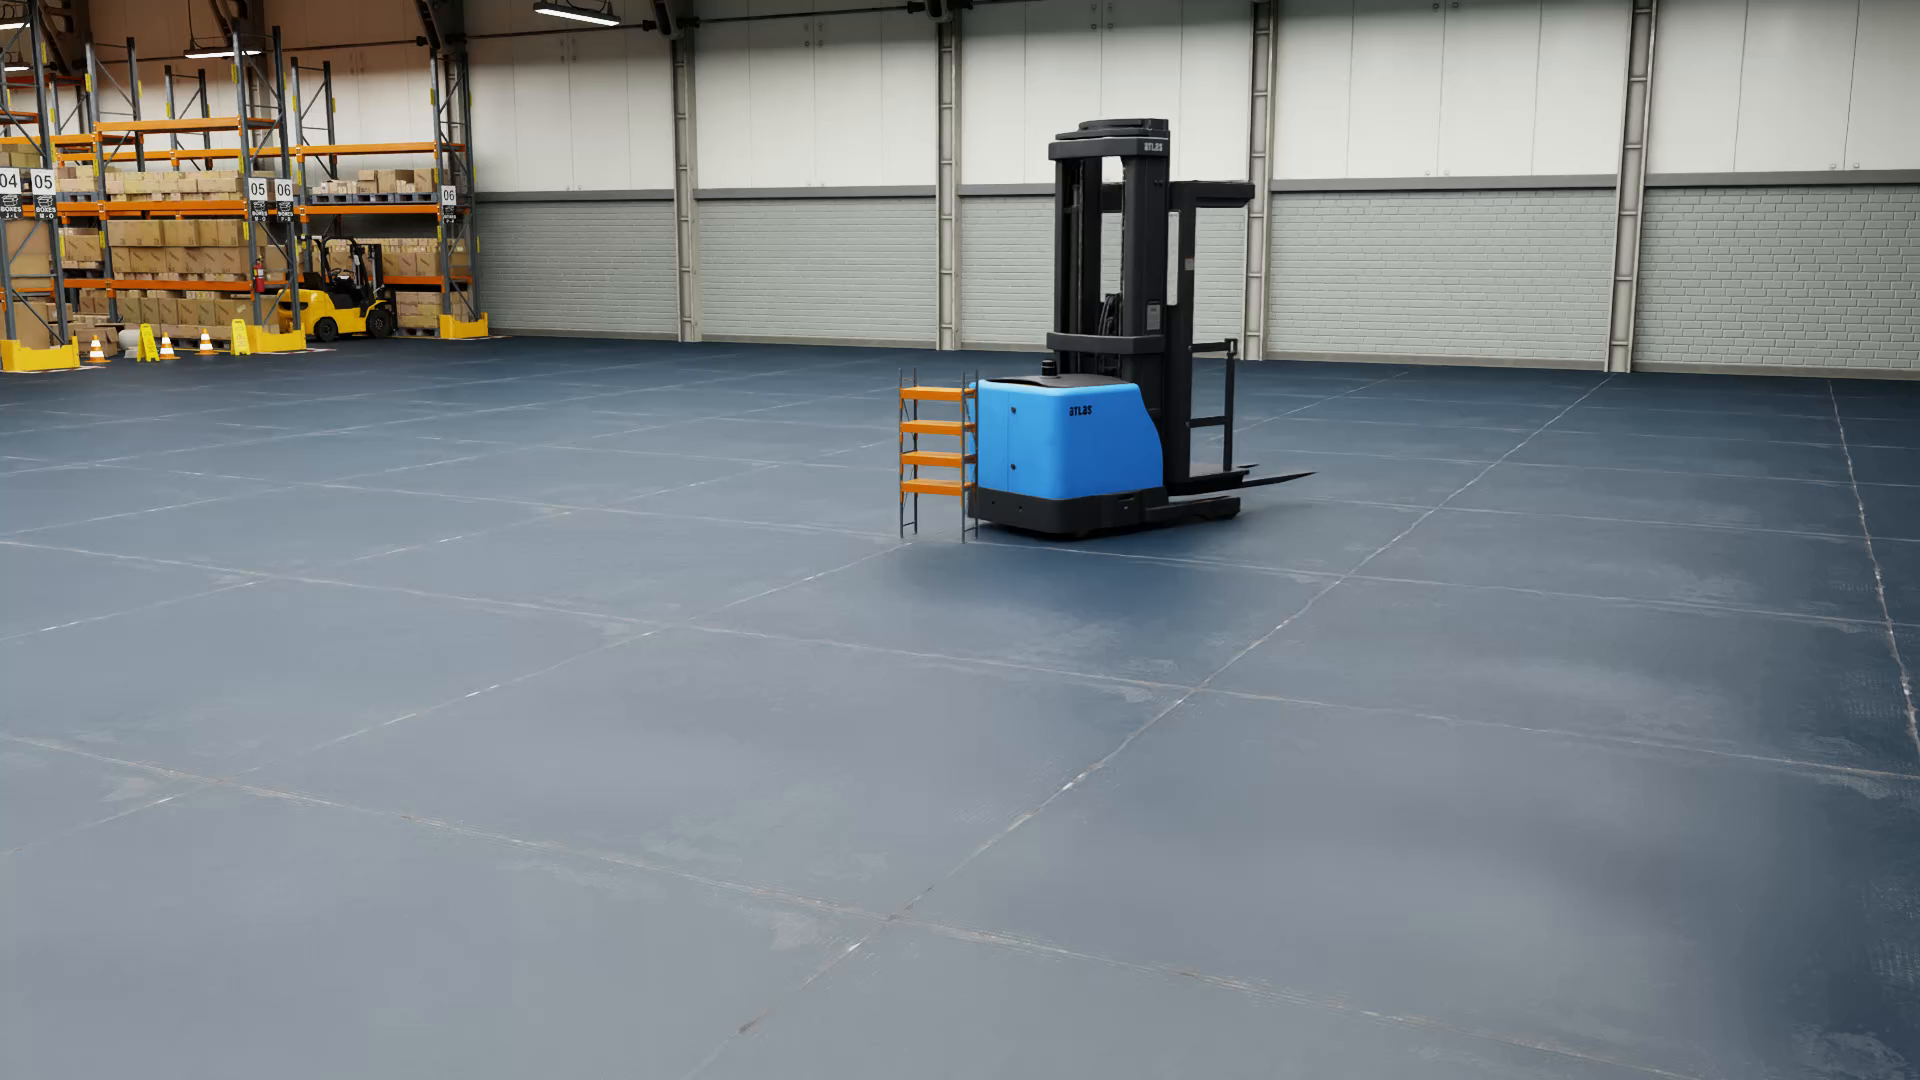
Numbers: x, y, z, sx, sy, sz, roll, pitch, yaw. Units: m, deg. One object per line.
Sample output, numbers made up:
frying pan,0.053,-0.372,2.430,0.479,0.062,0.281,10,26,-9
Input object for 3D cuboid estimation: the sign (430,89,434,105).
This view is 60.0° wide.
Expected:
sign,-11.000,-9.236,34.652,0.005,0.325,0.100,5,11,26

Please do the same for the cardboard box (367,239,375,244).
cardboard box,-12.757,-6.523,36.413,0.250,0.149,0.380,5,11,26

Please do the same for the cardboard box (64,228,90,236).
cardboard box,-17.664,-6.167,33.268,0.250,0.149,0.380,5,11,24

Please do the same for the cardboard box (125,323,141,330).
cardboard box,-16.117,-4.158,32.821,0.500,0.250,0.500,4,11,23

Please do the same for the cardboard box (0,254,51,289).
cardboard box,-15.392,-4.376,27.063,0.550,0.550,0.875,5,11,26

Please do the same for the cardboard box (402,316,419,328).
cardboard box,-11.750,-4.752,36.107,0.500,0.250,0.500,5,11,26

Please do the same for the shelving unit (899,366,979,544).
shelving unit,-0.148,-0.603,11.695,0.503,1.200,0.258,5,11,26

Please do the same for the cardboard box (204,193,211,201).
cardboard box,-14.042,-6.486,31.425,0.250,0.149,0.380,5,11,26

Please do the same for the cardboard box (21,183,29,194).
cardboard box,-18.733,-7.120,33.935,0.637,0.503,0.797,5,11,26

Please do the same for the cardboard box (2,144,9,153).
cardboard box,-15.422,-6.377,27.129,0.250,0.149,0.380,5,11,26

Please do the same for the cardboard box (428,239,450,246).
cardboard box,-11.161,-6.381,35.626,0.250,0.149,0.380,5,11,26

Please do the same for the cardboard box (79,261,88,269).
cardboard box,-17.339,-5.497,33.204,0.250,0.149,0.380,5,11,24

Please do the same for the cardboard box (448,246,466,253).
cardboard box,-10.936,-6.308,36.059,0.250,0.149,0.380,5,11,24

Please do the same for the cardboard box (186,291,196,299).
cardboard box,-14.592,-4.701,31.898,0.250,0.149,0.380,6,12,28

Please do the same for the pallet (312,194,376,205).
pallet,-13.557,-7.556,36.883,1.213,0.211,1.003,5,11,26

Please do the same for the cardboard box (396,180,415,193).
cardboard box,-11.852,-7.574,35.650,0.258,0.266,0.396,5,11,26

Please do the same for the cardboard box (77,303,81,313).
cardboard box,-21.996,-5.790,41.672,0.500,0.311,0.500,5,12,28

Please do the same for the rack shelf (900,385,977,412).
rack shelf,-0.148,-0.990,11.625,0.480,0.148,0.258,5,11,26

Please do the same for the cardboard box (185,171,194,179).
cardboard box,-14.469,-6.920,31.585,0.250,0.149,0.380,5,11,24

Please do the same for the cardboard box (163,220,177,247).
cardboard box,-14.834,-5.898,31.970,0.500,0.500,0.700,5,11,25

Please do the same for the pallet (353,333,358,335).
pallet,-13.639,-4.745,37.355,1.213,0.211,1.003,5,11,26

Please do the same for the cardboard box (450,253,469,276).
cardboard box,-11.068,-6.004,36.201,0.500,0.500,0.500,5,12,28

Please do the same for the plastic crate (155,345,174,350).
plastic crate,-15.482,-3.702,31.961,0.583,0.080,0.402,1,10,6

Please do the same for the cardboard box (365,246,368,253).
cardboard box,-12.787,-6.363,36.362,0.250,0.149,0.380,5,11,25

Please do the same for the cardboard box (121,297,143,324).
cardboard box,-16.117,-4.527,32.754,0.500,0.500,0.500,6,12,29

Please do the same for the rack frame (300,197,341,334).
rack frame,-14.334,-6.187,37.490,0.127,3.000,1.000,5,11,26

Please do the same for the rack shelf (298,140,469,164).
rack shelf,-12.540,-8.430,36.185,4.000,0.370,1.077,5,11,26

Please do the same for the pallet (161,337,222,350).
pallet,-14.811,-3.878,32.566,1.213,0.211,1.003,5,11,26

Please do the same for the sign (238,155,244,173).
sign,-13.203,-6.903,30.540,0.005,0.325,0.100,5,11,26

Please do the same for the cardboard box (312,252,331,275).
cardboard box,-14.051,-6.159,37.058,0.500,0.500,0.500,5,11,24

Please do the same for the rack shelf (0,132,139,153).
rack shelf,-18.320,-7.952,33.545,4.000,0.370,1.077,5,11,26

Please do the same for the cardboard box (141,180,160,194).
cardboard box,-15.343,-6.783,31.949,0.500,0.250,0.500,5,11,26

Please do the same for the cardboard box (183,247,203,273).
cardboard box,-14.442,-5.353,31.768,0.500,0.500,0.500,5,11,26

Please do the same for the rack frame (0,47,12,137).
rack frame,-20.114,-8.661,34.316,0.127,3.000,1.000,5,11,26

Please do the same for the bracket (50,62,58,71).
bracket,-22.263,-11.715,41.085,0.430,0.232,0.235,5,11,26

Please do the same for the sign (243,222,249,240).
sign,-13.203,-5.717,30.755,0.005,0.325,0.100,5,11,26

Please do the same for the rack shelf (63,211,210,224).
rack shelf,-19.715,-7.781,39.900,4.000,0.370,1.077,5,11,26

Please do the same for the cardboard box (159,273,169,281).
cardboard box,-15.243,-5.092,32.145,0.250,0.149,0.380,5,11,26

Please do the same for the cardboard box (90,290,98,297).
cardboard box,-21.022,-6.033,40.658,0.250,0.149,0.380,5,11,24

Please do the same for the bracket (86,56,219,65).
bracket,-19.193,-11.445,39.594,4.783,0.066,0.076,5,11,26

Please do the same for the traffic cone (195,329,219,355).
traffic cone,-13.896,-3.658,30.642,0.334,0.463,0.336,5,11,26

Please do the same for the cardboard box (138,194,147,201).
cardboard box,-15.668,-6.625,32.194,0.250,0.149,0.380,5,12,28

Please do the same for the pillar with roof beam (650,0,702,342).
pillar with roof beam,-7.496,-7.862,29.902,0.548,9.000,9.100,5,11,26

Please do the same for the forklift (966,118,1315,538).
forklift,1.509,-1.650,12.615,3.031,2.935,1.130,-8,13,-38

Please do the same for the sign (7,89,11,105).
sign,-19.883,-9.247,34.709,0.005,0.325,0.100,5,11,26

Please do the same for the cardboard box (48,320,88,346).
cardboard box,-16.477,-3.723,30.508,0.503,0.637,0.797,5,11,26

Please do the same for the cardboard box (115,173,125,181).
cardboard box,-16.143,-7.046,32.280,0.250,0.149,0.380,5,12,28

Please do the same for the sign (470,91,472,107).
sign,-10.496,-9.449,35.604,0.005,0.325,0.100,5,11,26

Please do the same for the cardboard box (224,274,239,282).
cardboard box,-13.646,-4.952,31.376,0.250,0.149,0.380,5,11,25
